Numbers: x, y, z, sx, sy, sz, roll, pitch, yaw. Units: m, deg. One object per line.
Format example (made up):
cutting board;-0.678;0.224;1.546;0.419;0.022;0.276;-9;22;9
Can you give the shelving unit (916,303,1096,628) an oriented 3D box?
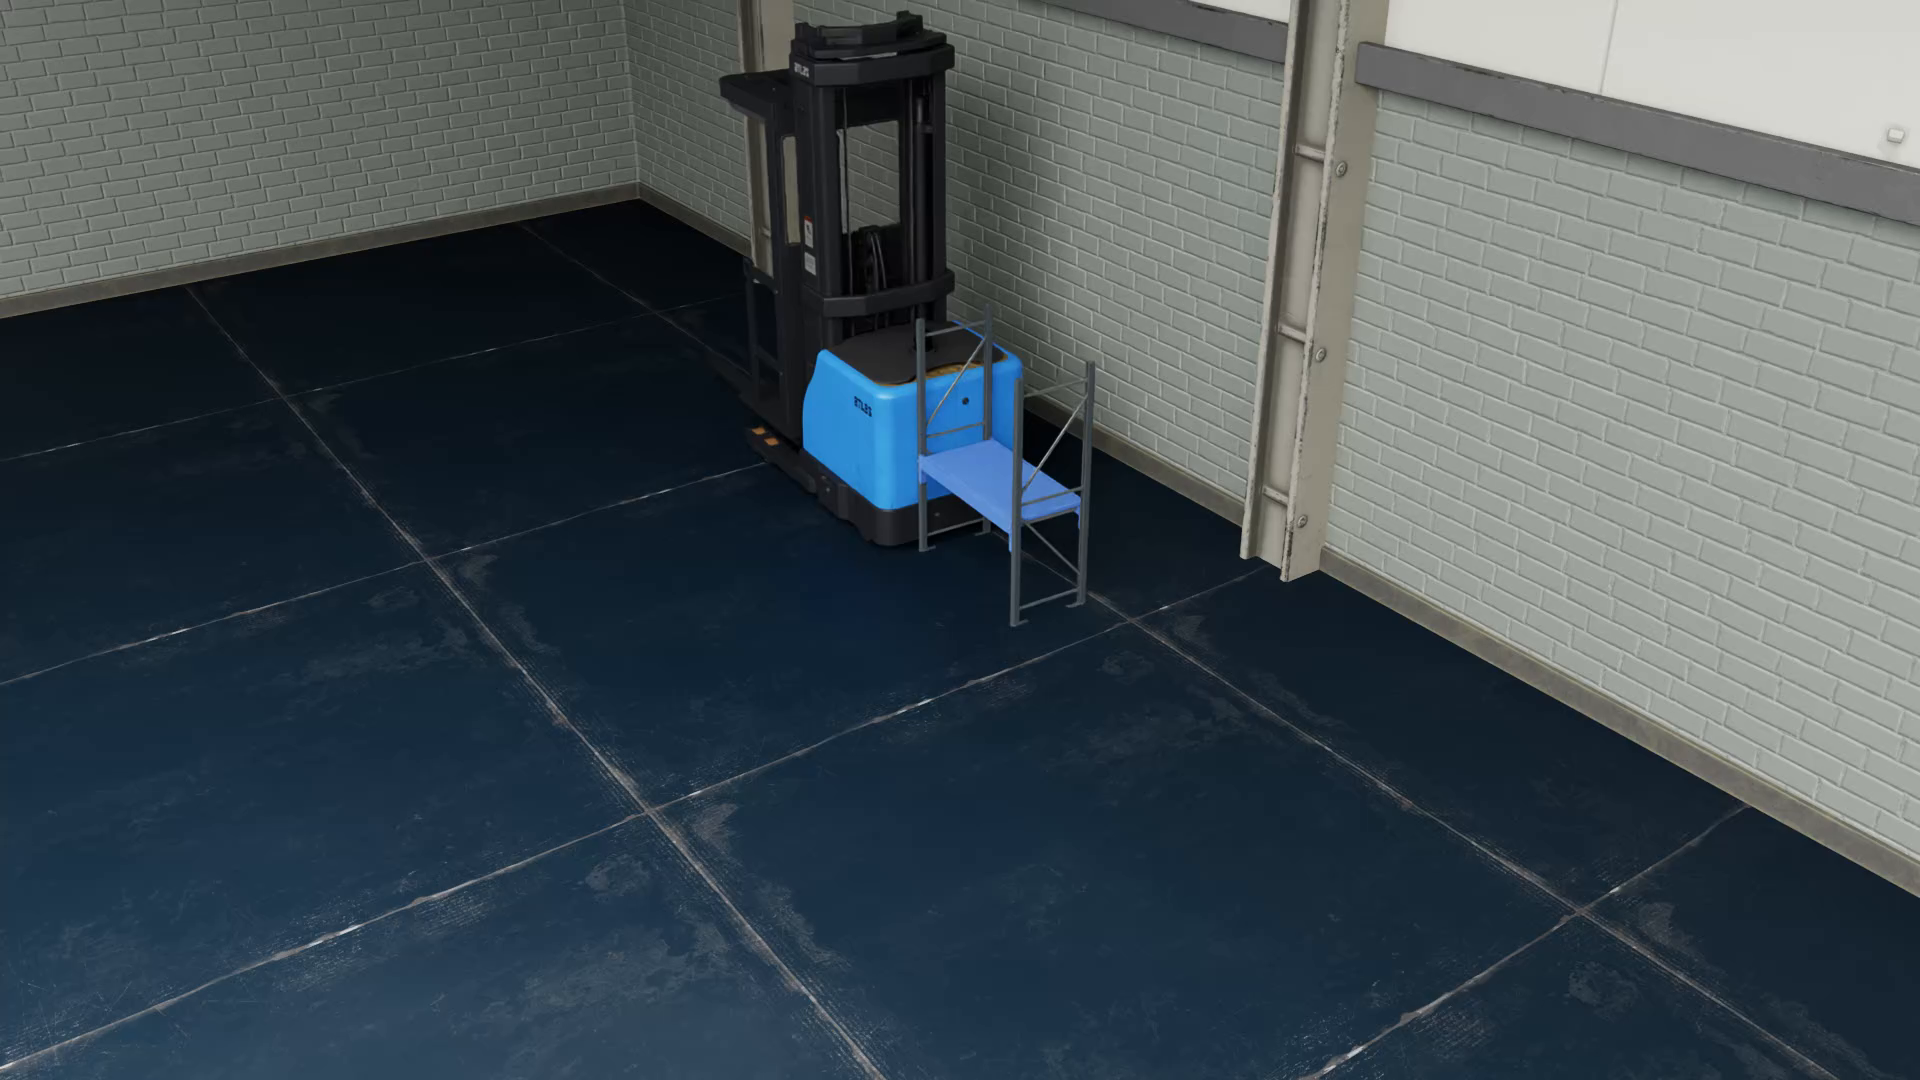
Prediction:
shelving unit;0.236;-0.442;9.492;0.538;1.500;1.048;-16;33;-27

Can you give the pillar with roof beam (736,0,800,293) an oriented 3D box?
pillar with roof beam;-5.057;-4.965;9.963;9.100;9.000;0.400;-19;34;-31

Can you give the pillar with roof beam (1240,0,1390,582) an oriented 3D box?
pillar with roof beam;-1.577;-2.632;5.668;9.100;9.000;0.400;-19;34;-31

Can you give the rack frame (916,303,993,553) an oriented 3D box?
rack frame;-0.030;-0.648;9.872;0.500;1.500;0.032;-16;33;-27

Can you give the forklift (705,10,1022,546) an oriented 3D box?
forklift;-0.806;-1.915;10.706;1.130;2.935;3.031;-16;33;-27

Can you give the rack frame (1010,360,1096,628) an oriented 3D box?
rack frame;0.502;-0.235;9.111;0.500;1.500;0.032;-16;33;-27

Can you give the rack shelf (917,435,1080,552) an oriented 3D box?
rack shelf;0.236;-0.284;9.577;0.538;0.185;1.000;-16;33;-27
